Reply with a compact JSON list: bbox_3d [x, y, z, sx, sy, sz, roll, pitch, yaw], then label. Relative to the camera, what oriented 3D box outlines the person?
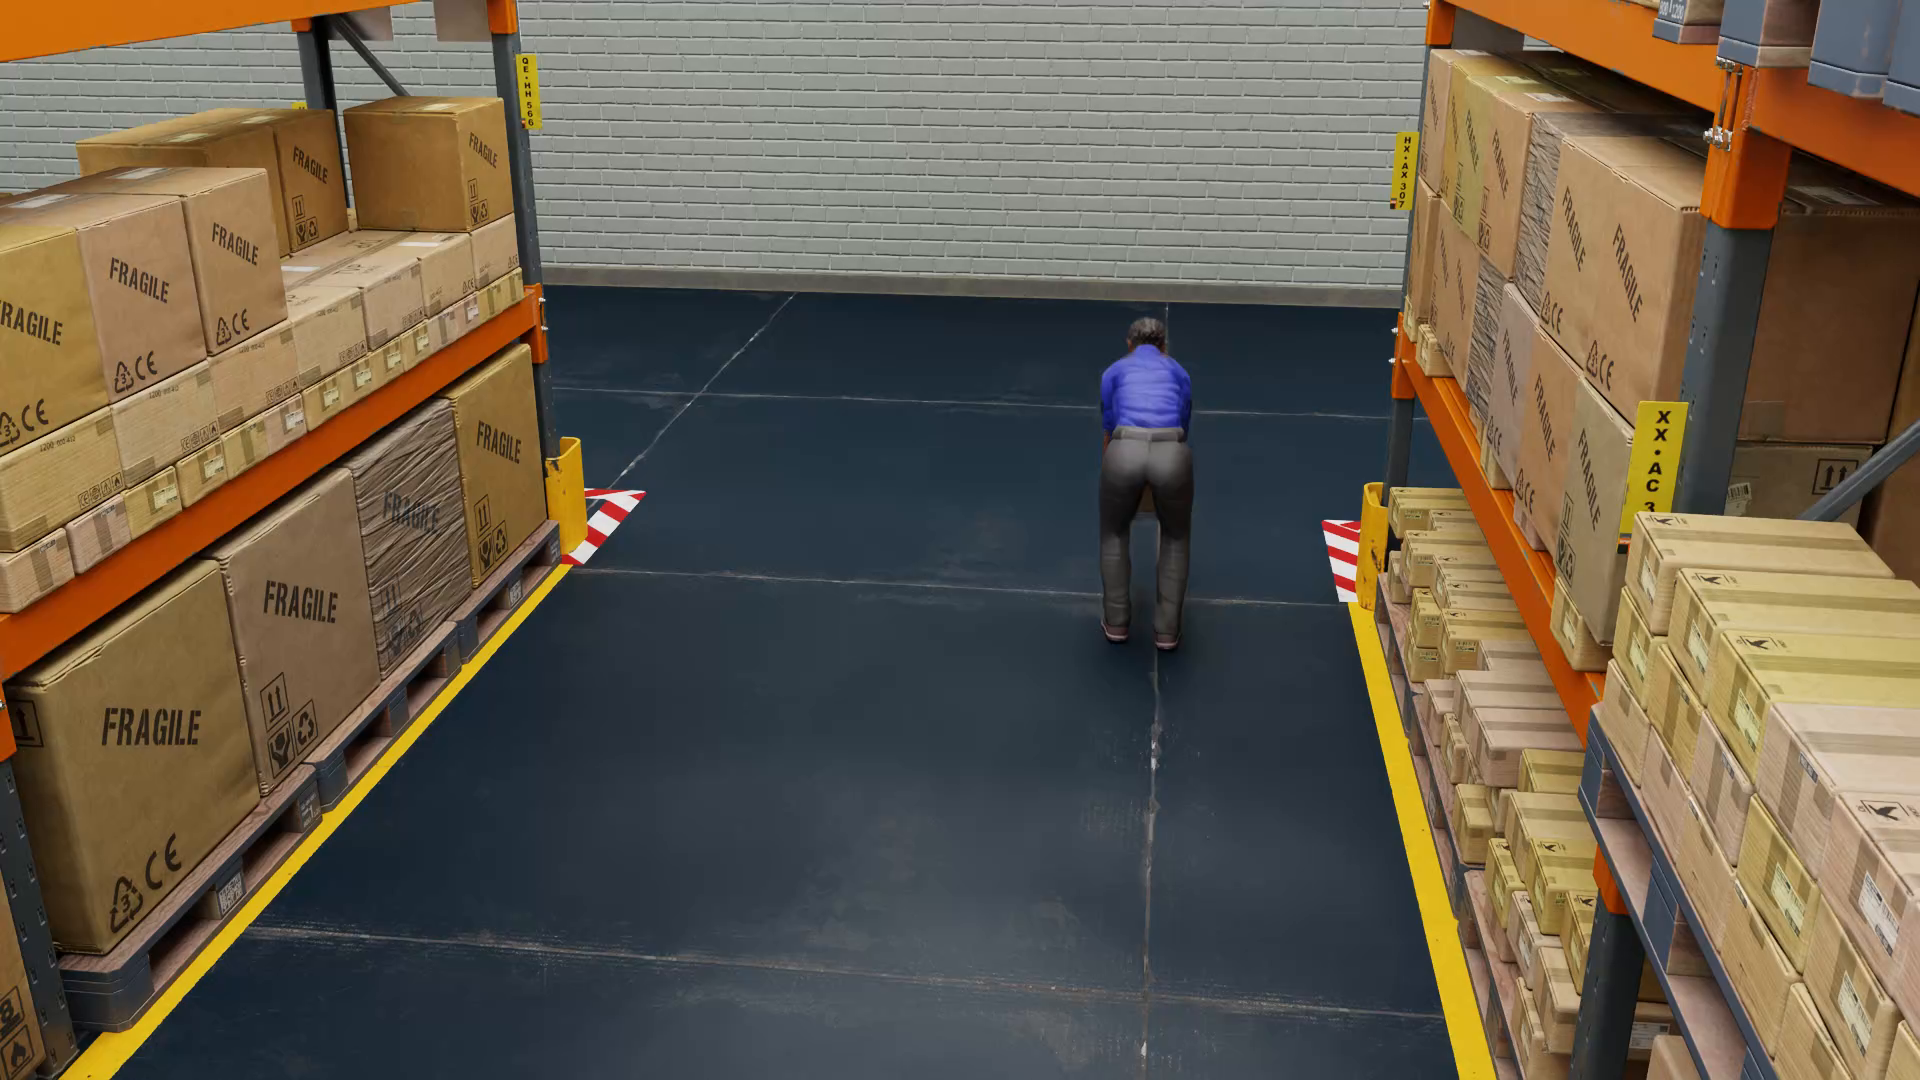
[{"bbox_3d":[0.769,-0.347,6.982,0.531,1.654,0.403,1,21,3],"label":"person"}]
